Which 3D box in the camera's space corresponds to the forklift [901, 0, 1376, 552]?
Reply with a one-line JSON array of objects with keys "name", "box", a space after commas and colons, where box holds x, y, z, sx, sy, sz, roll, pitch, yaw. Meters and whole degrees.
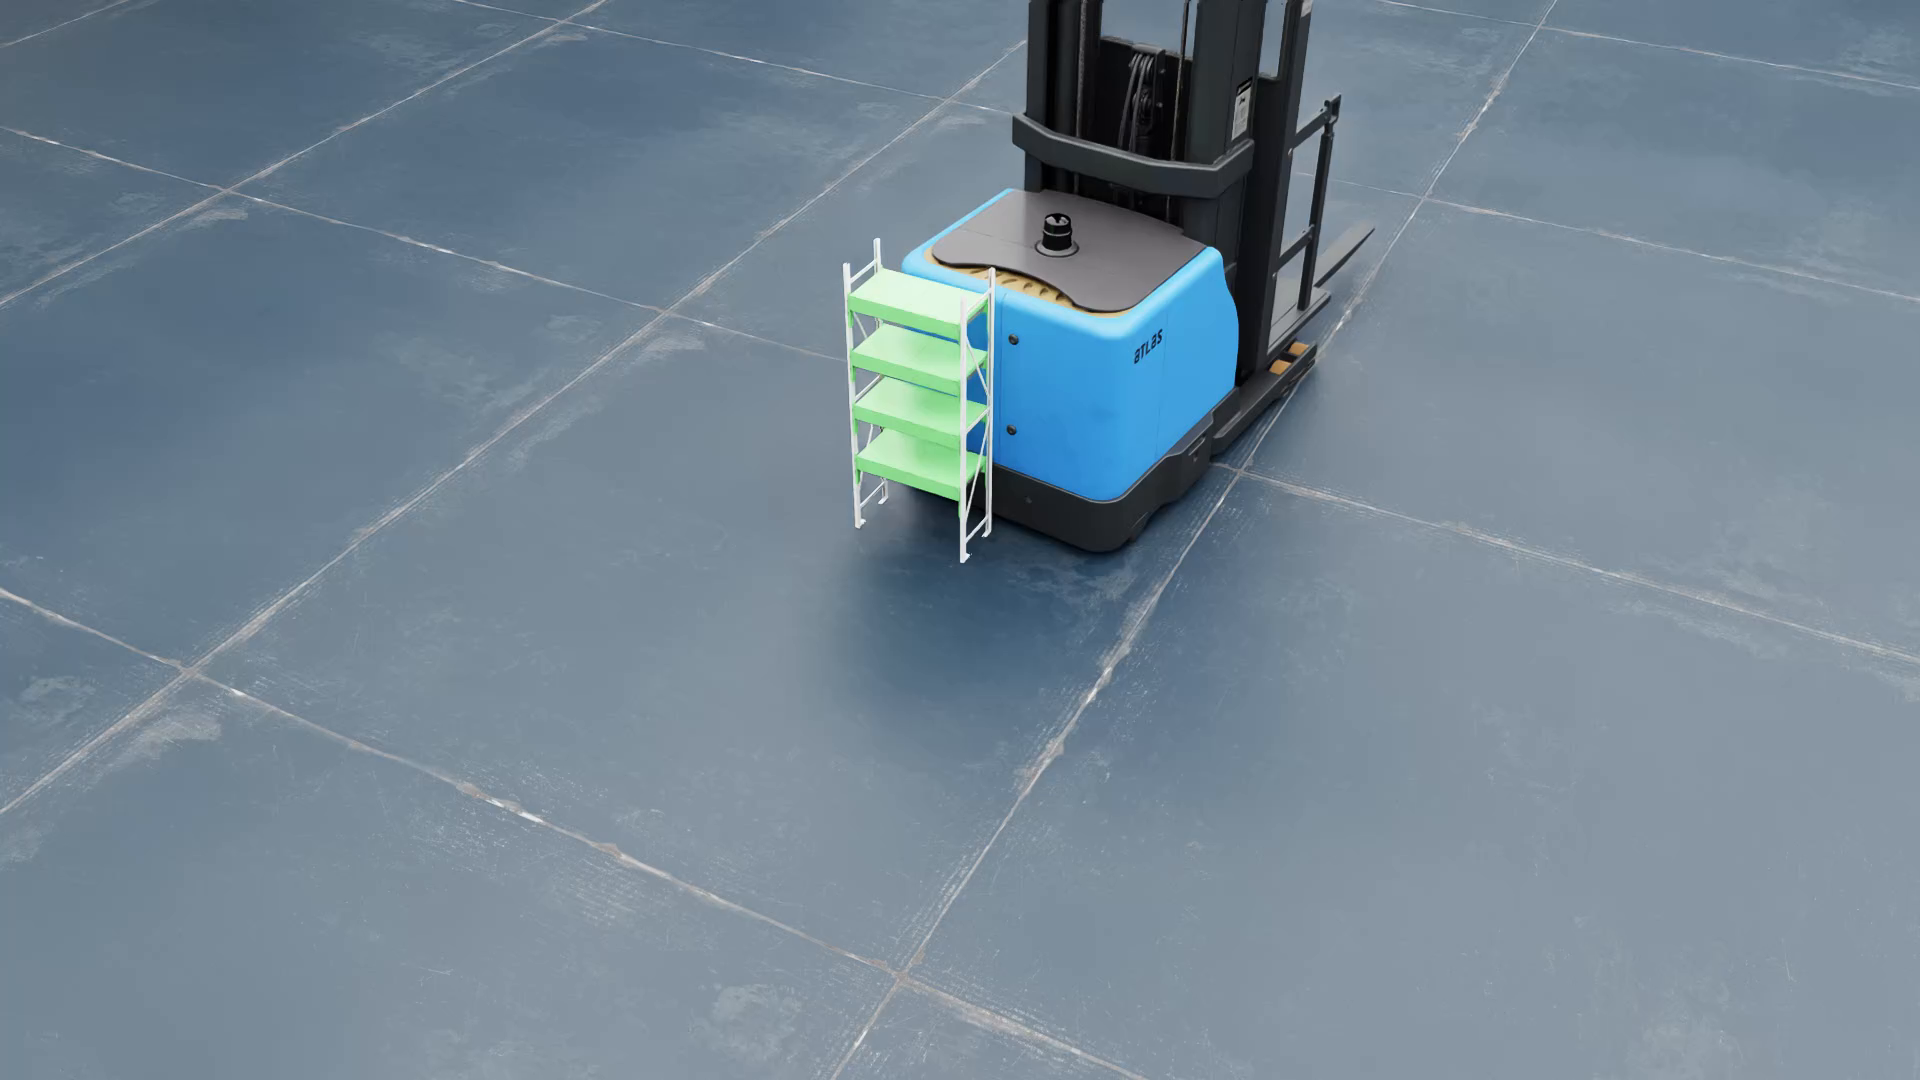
[{"name": "forklift", "box": [1.001, -1.971, 6.923, 1.130, 2.935, 3.031, 22, 43, 27]}]

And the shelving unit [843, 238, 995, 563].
[{"name": "shelving unit", "box": [-0.150, -0.522, 6.446, 0.503, 1.200, 0.258, 18, 41, 22]}]

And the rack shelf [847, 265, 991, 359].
[{"name": "rack shelf", "box": [-0.150, -0.854, 6.194, 0.480, 0.148, 0.258, 18, 41, 22]}]

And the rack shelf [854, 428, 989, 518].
[{"name": "rack shelf", "box": [-0.150, -0.280, 6.629, 0.480, 0.148, 0.258, 18, 41, 22]}]

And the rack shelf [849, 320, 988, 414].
[{"name": "rack shelf", "box": [-0.150, -0.662, 6.339, 0.480, 0.148, 0.258, 18, 41, 22]}]

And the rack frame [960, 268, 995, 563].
[{"name": "rack frame", "box": [0.064, -0.452, 6.353, 0.015, 1.200, 0.240, 18, 41, 22]}]

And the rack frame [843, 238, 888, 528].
[{"name": "rack frame", "box": [-0.365, -0.593, 6.538, 0.015, 1.200, 0.240, 18, 41, 22]}]

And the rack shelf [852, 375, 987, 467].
[{"name": "rack shelf", "box": [-0.150, -0.471, 6.484, 0.480, 0.148, 0.258, 18, 41, 22]}]
